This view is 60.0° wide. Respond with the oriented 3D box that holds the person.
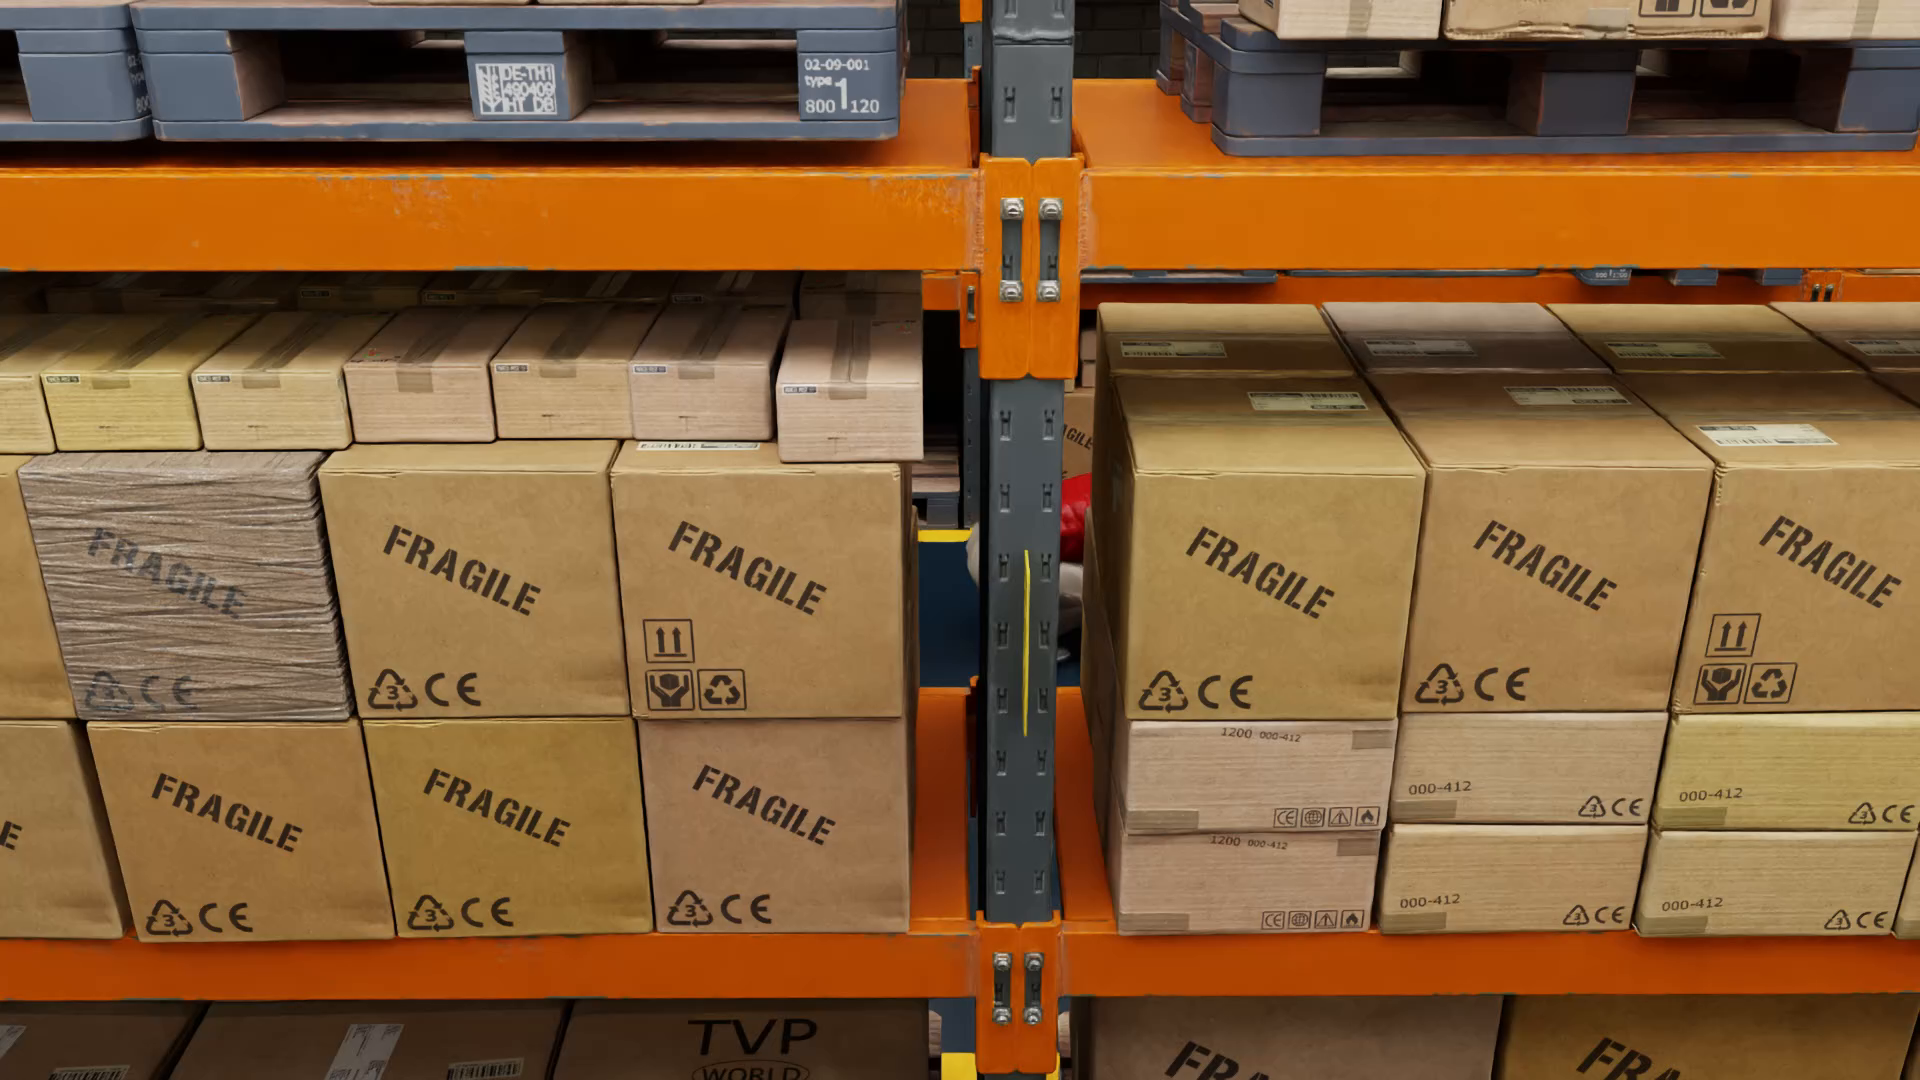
[{"bbox_3d":[0.481,0.119,7.109,0.912,0.827,0.537,-1,24,-2],"label":"person"}]
